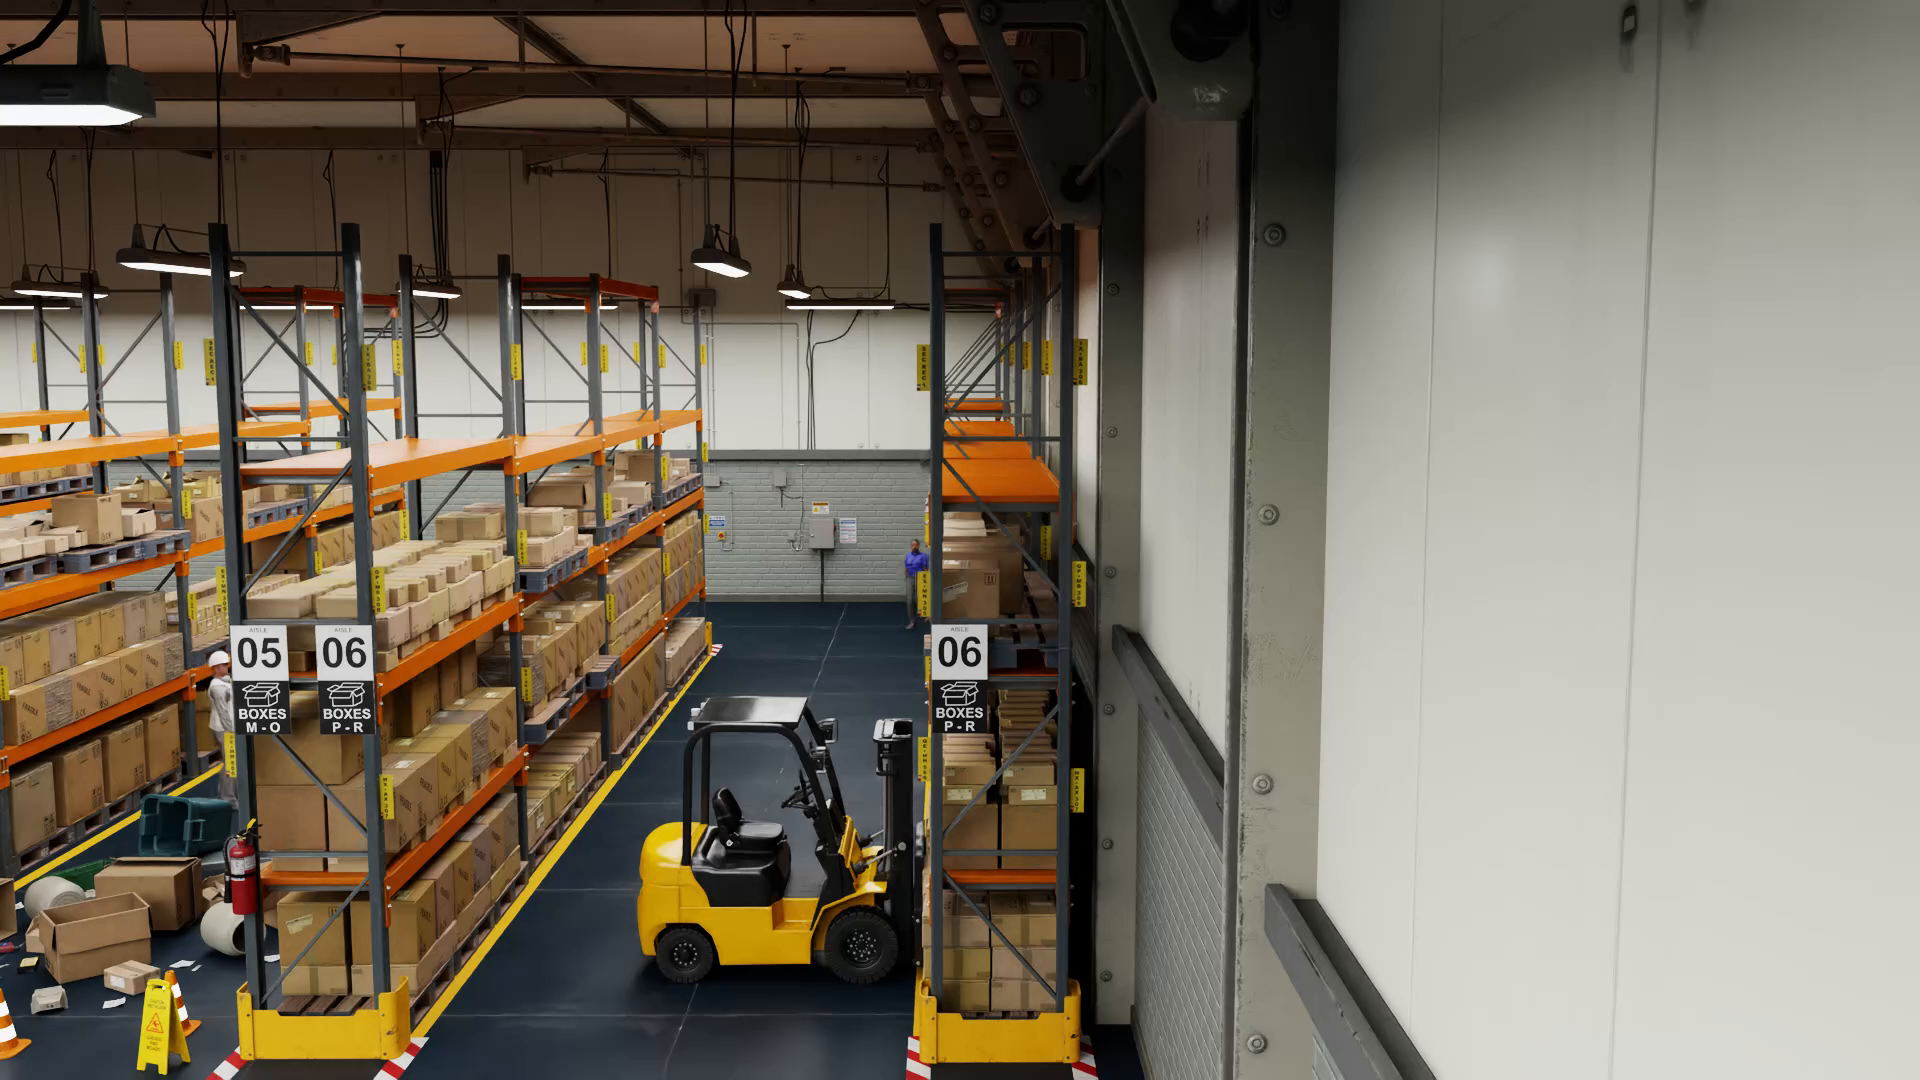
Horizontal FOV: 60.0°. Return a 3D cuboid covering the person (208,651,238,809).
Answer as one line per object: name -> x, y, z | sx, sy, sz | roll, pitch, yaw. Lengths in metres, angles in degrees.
person -> -8.190, 2.138, 18.581 | 0.399, 1.810, 0.564 | -6, 9, -40

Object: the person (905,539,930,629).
person -> -0.782, 0.788, 30.505 | 0.459, 1.638, 0.640 | 3, 7, 23
